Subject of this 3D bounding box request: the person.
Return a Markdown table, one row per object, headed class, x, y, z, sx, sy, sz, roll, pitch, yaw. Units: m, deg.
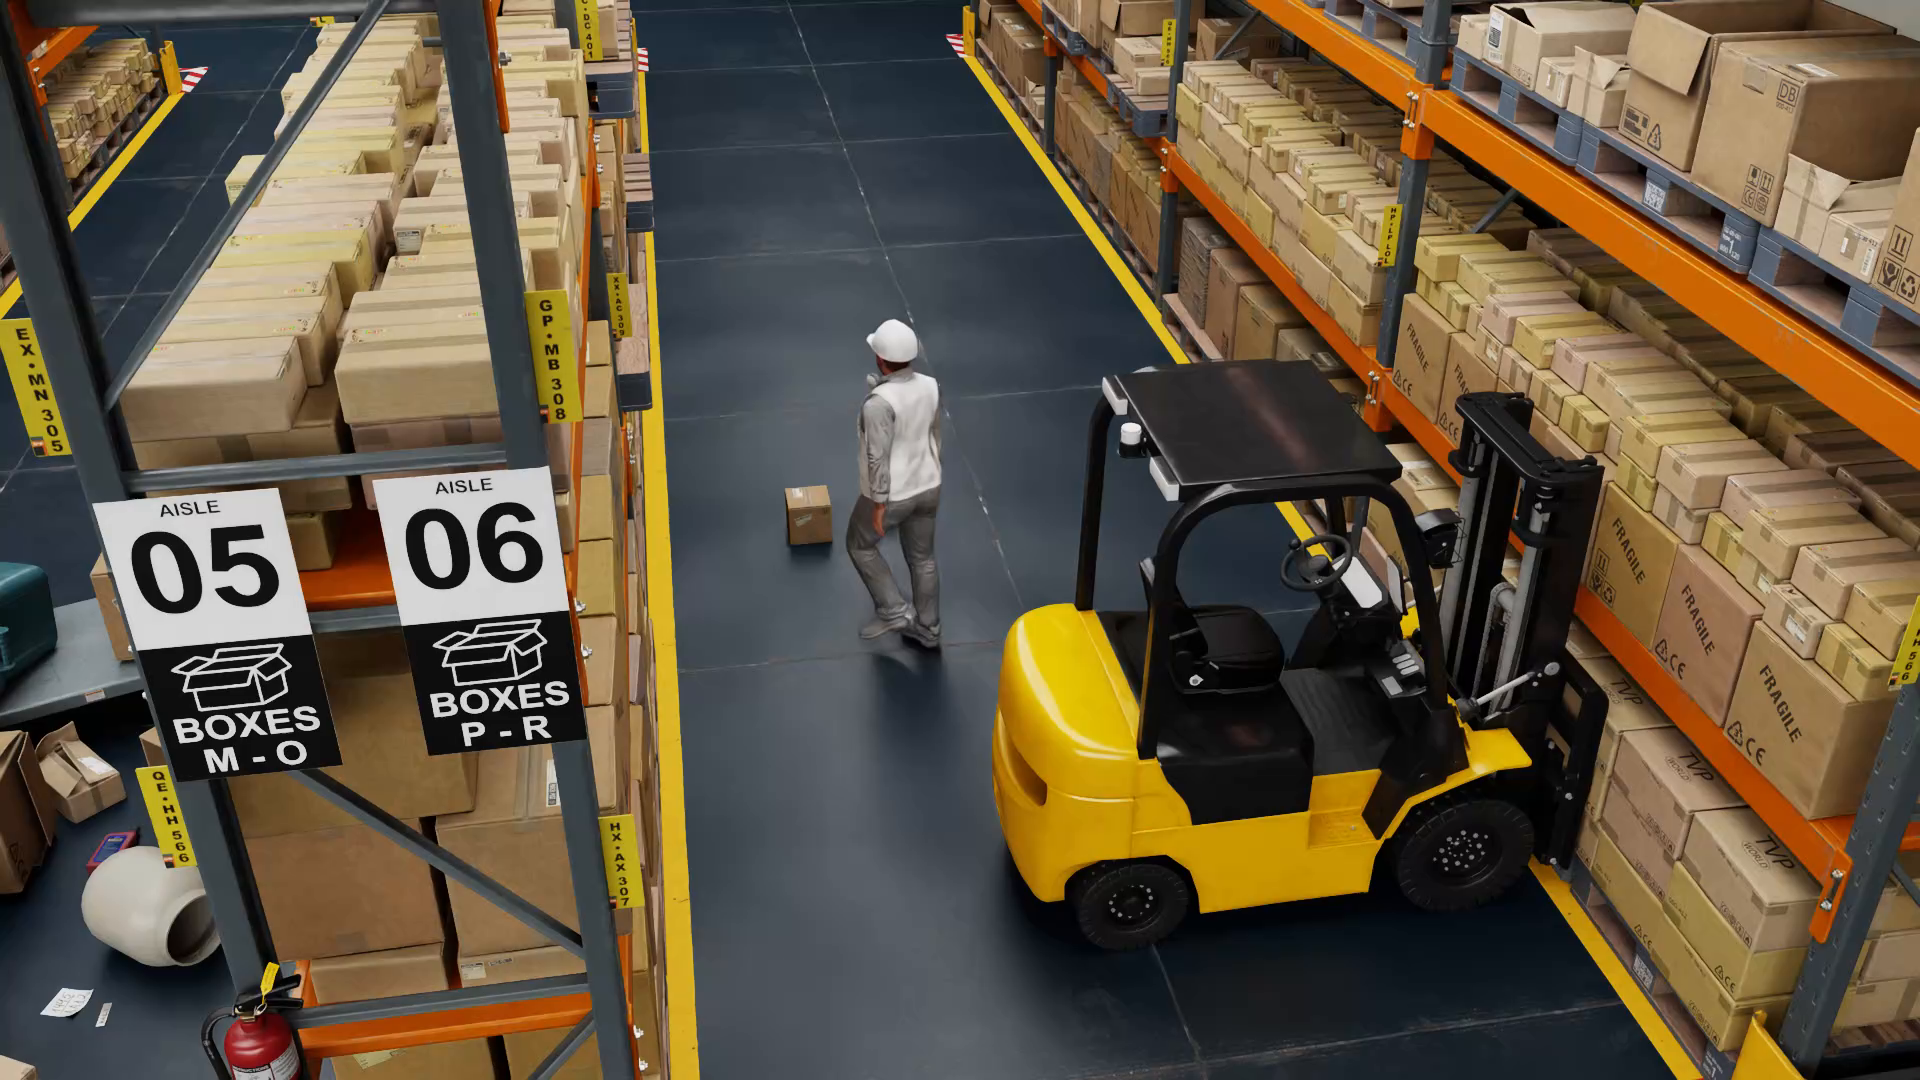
| class | x | y | z | sx | sy | sz | roll | pitch | yaw |
| --- | --- | --- | --- | --- | --- | --- | --- | --- | --- |
| person | -0.288 | -0.275 | 8.543 | 0.564 | 1.756 | 0.529 | -25 | 39 | -36 |
